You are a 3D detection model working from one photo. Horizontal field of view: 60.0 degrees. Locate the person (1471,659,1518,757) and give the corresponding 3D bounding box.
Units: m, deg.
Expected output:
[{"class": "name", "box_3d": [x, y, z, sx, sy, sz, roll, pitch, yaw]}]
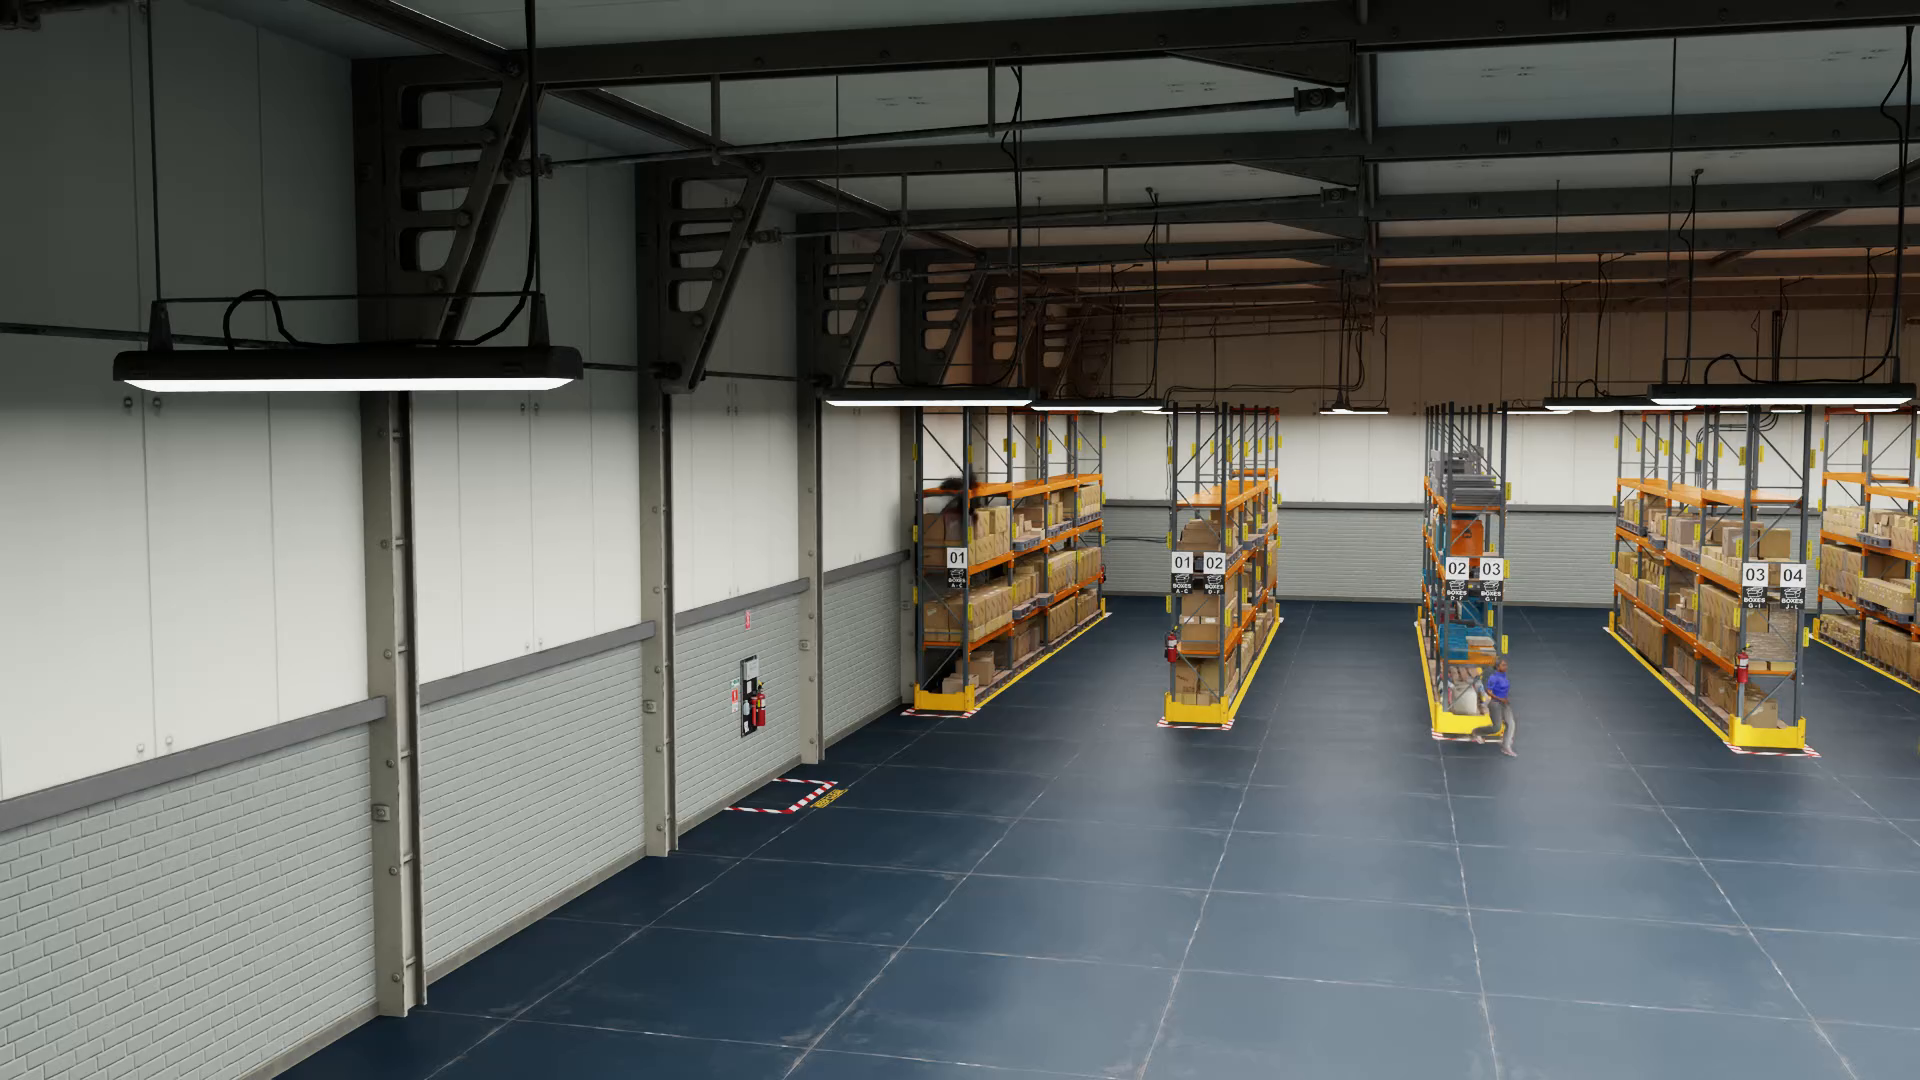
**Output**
[{"class": "person", "box_3d": [9.144, 2.836, 28.332, 0.592, 1.645, 0.827, -4, 6, -43]}]
